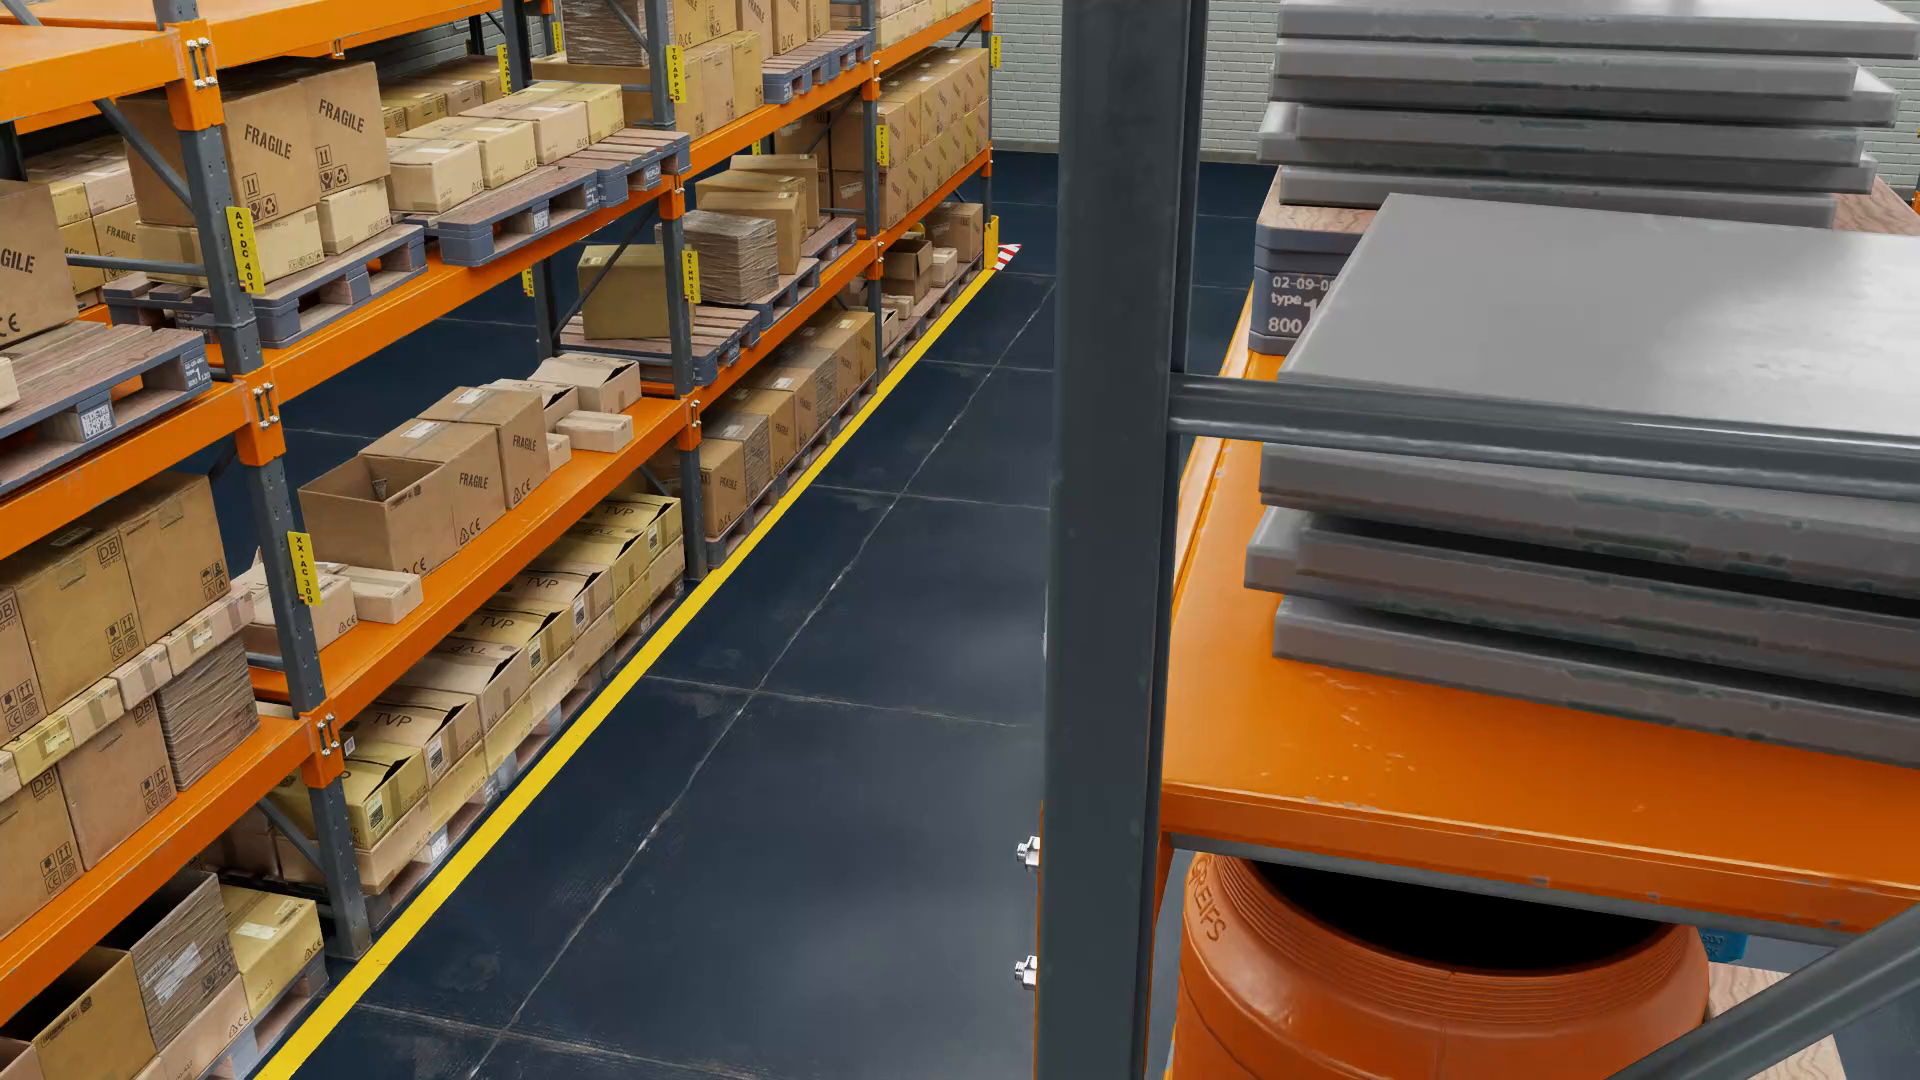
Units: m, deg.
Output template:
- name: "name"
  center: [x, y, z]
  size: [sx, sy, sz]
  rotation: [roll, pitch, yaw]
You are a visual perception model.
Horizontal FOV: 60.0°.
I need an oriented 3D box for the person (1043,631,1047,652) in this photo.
- name: "person"
  center: [0.918, 0.587, 9.269]
  size: [0.896, 0.997, 0.525]
  rotation: [6, 26, 12]
